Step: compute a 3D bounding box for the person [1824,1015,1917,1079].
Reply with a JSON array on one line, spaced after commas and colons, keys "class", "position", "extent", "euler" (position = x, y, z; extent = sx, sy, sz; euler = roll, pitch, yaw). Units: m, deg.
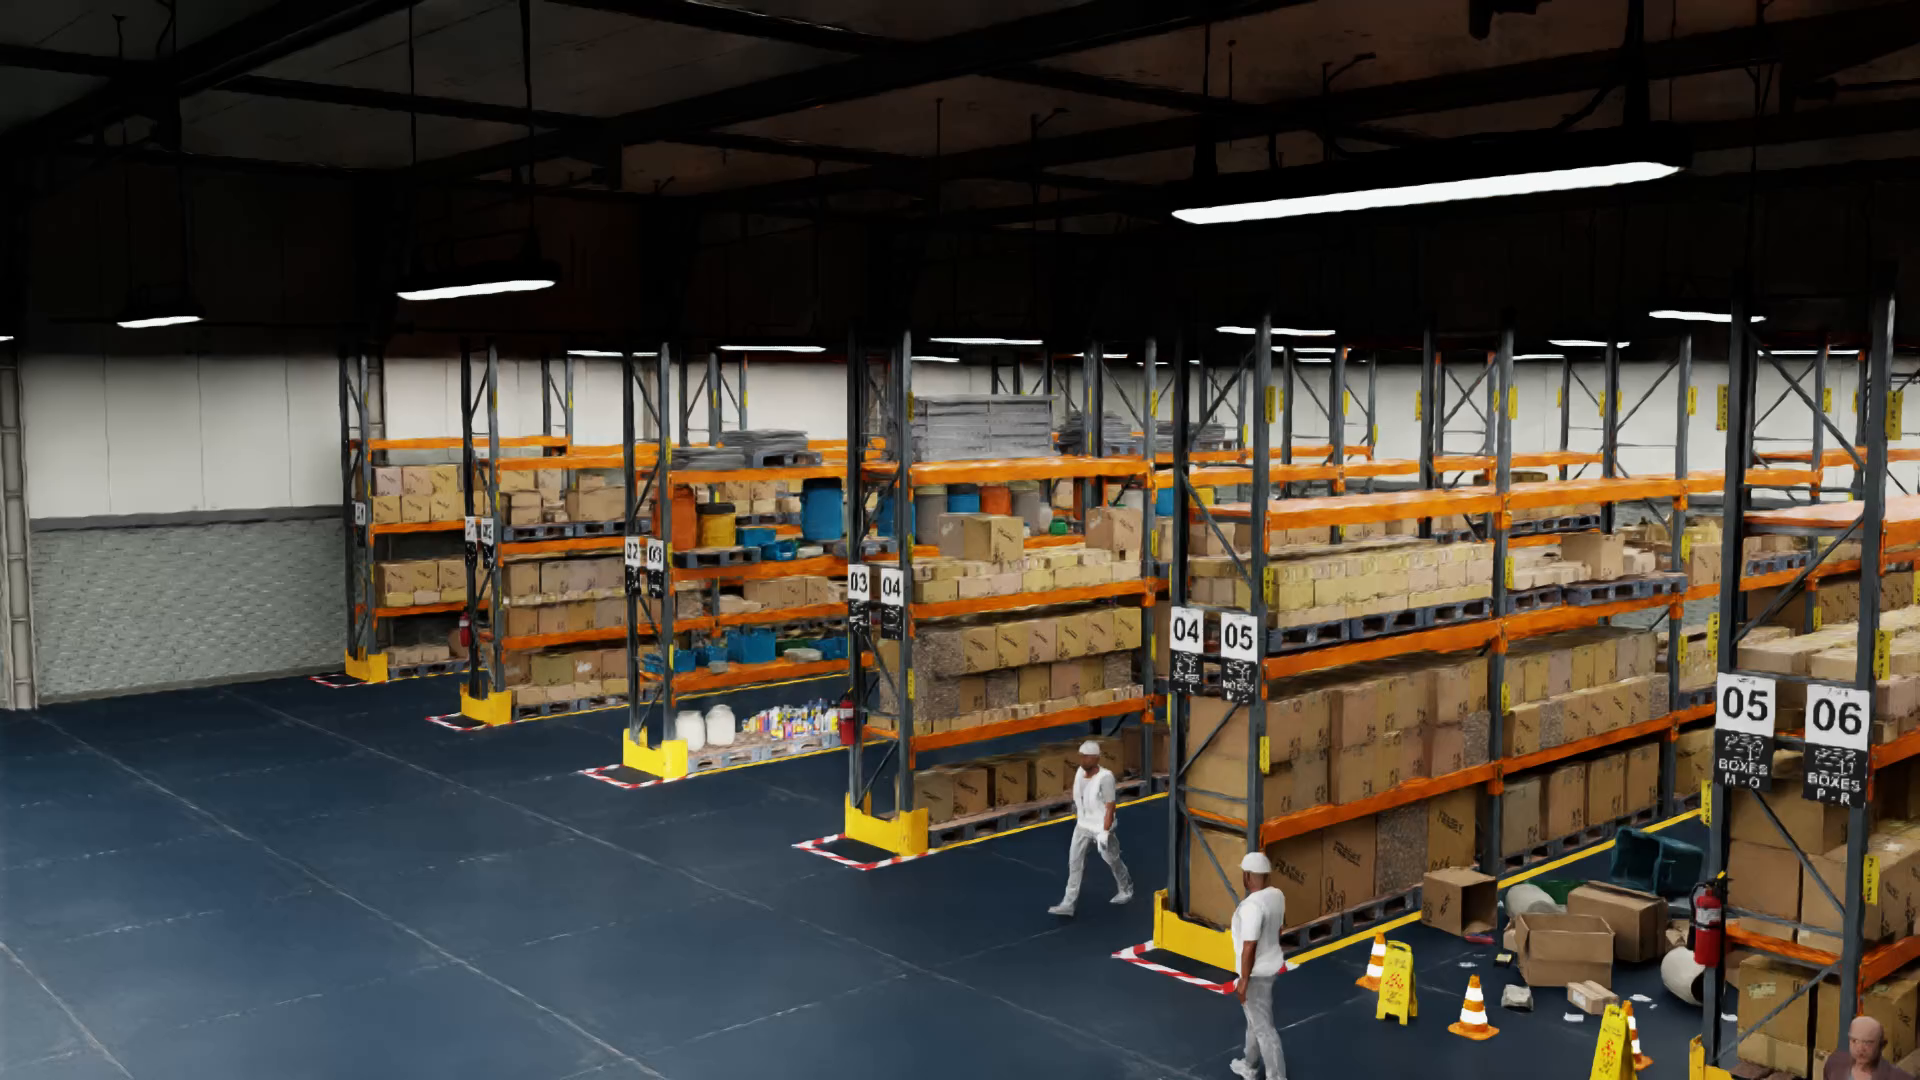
[{"class": "person", "position": [5.023, 3.478, 9.211], "extent": [1.107, 1.724, 0.603], "euler": [-5, 7, -42]}]

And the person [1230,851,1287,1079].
[{"class": "person", "position": [2.203, 3.190, 12.324], "extent": [0.549, 1.767, 0.684], "euler": [3, 6, 29]}]

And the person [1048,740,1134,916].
[{"class": "person", "position": [1.325, 2.832, 16.420], "extent": [1.042, 1.733, 0.577], "euler": [-5, 7, -43]}]
